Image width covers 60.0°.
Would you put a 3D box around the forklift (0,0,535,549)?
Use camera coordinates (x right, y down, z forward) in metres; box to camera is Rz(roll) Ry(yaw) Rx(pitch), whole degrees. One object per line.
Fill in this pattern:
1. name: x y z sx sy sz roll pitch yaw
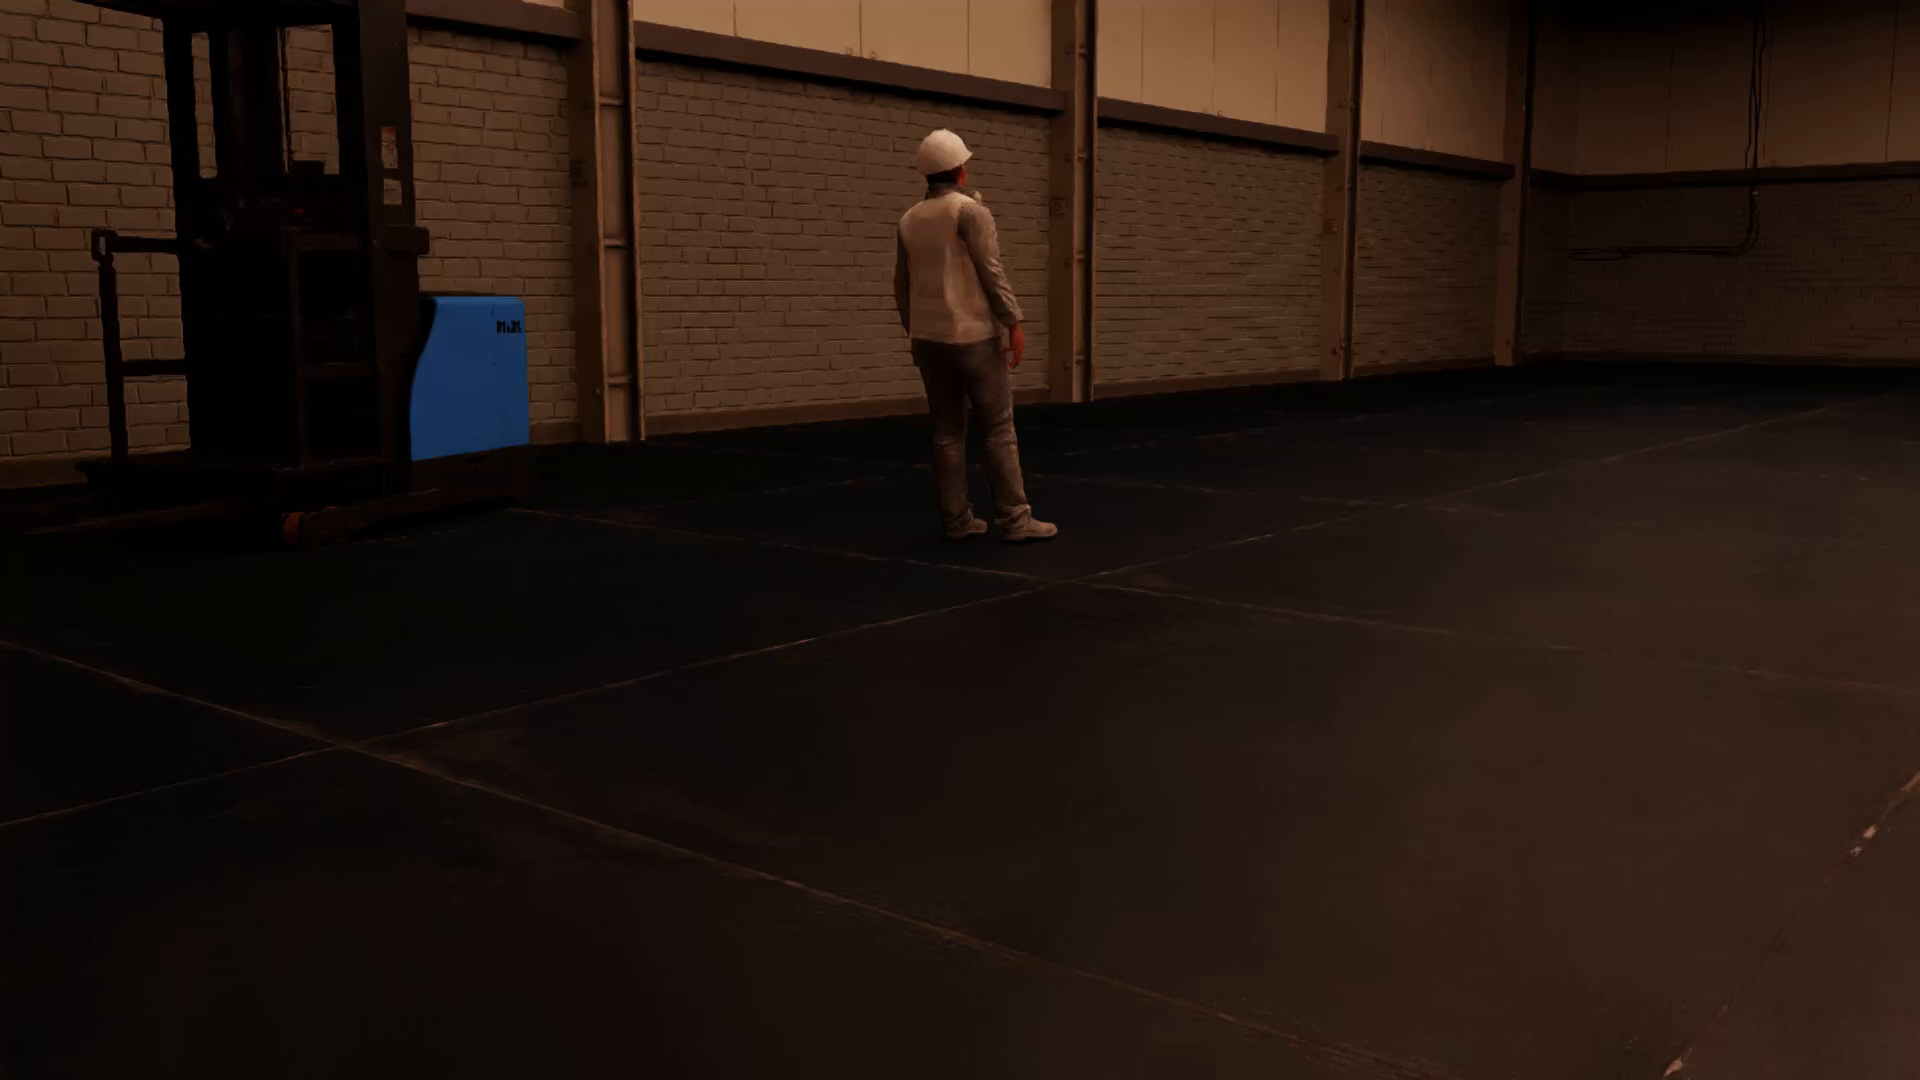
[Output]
1. forklift: -3.198 -1.474 7.357 1.130 2.935 3.031 3 9 19

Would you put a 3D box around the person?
1. person: 0.045 -0.891 7.319 0.632 1.773 0.567 7 11 38
